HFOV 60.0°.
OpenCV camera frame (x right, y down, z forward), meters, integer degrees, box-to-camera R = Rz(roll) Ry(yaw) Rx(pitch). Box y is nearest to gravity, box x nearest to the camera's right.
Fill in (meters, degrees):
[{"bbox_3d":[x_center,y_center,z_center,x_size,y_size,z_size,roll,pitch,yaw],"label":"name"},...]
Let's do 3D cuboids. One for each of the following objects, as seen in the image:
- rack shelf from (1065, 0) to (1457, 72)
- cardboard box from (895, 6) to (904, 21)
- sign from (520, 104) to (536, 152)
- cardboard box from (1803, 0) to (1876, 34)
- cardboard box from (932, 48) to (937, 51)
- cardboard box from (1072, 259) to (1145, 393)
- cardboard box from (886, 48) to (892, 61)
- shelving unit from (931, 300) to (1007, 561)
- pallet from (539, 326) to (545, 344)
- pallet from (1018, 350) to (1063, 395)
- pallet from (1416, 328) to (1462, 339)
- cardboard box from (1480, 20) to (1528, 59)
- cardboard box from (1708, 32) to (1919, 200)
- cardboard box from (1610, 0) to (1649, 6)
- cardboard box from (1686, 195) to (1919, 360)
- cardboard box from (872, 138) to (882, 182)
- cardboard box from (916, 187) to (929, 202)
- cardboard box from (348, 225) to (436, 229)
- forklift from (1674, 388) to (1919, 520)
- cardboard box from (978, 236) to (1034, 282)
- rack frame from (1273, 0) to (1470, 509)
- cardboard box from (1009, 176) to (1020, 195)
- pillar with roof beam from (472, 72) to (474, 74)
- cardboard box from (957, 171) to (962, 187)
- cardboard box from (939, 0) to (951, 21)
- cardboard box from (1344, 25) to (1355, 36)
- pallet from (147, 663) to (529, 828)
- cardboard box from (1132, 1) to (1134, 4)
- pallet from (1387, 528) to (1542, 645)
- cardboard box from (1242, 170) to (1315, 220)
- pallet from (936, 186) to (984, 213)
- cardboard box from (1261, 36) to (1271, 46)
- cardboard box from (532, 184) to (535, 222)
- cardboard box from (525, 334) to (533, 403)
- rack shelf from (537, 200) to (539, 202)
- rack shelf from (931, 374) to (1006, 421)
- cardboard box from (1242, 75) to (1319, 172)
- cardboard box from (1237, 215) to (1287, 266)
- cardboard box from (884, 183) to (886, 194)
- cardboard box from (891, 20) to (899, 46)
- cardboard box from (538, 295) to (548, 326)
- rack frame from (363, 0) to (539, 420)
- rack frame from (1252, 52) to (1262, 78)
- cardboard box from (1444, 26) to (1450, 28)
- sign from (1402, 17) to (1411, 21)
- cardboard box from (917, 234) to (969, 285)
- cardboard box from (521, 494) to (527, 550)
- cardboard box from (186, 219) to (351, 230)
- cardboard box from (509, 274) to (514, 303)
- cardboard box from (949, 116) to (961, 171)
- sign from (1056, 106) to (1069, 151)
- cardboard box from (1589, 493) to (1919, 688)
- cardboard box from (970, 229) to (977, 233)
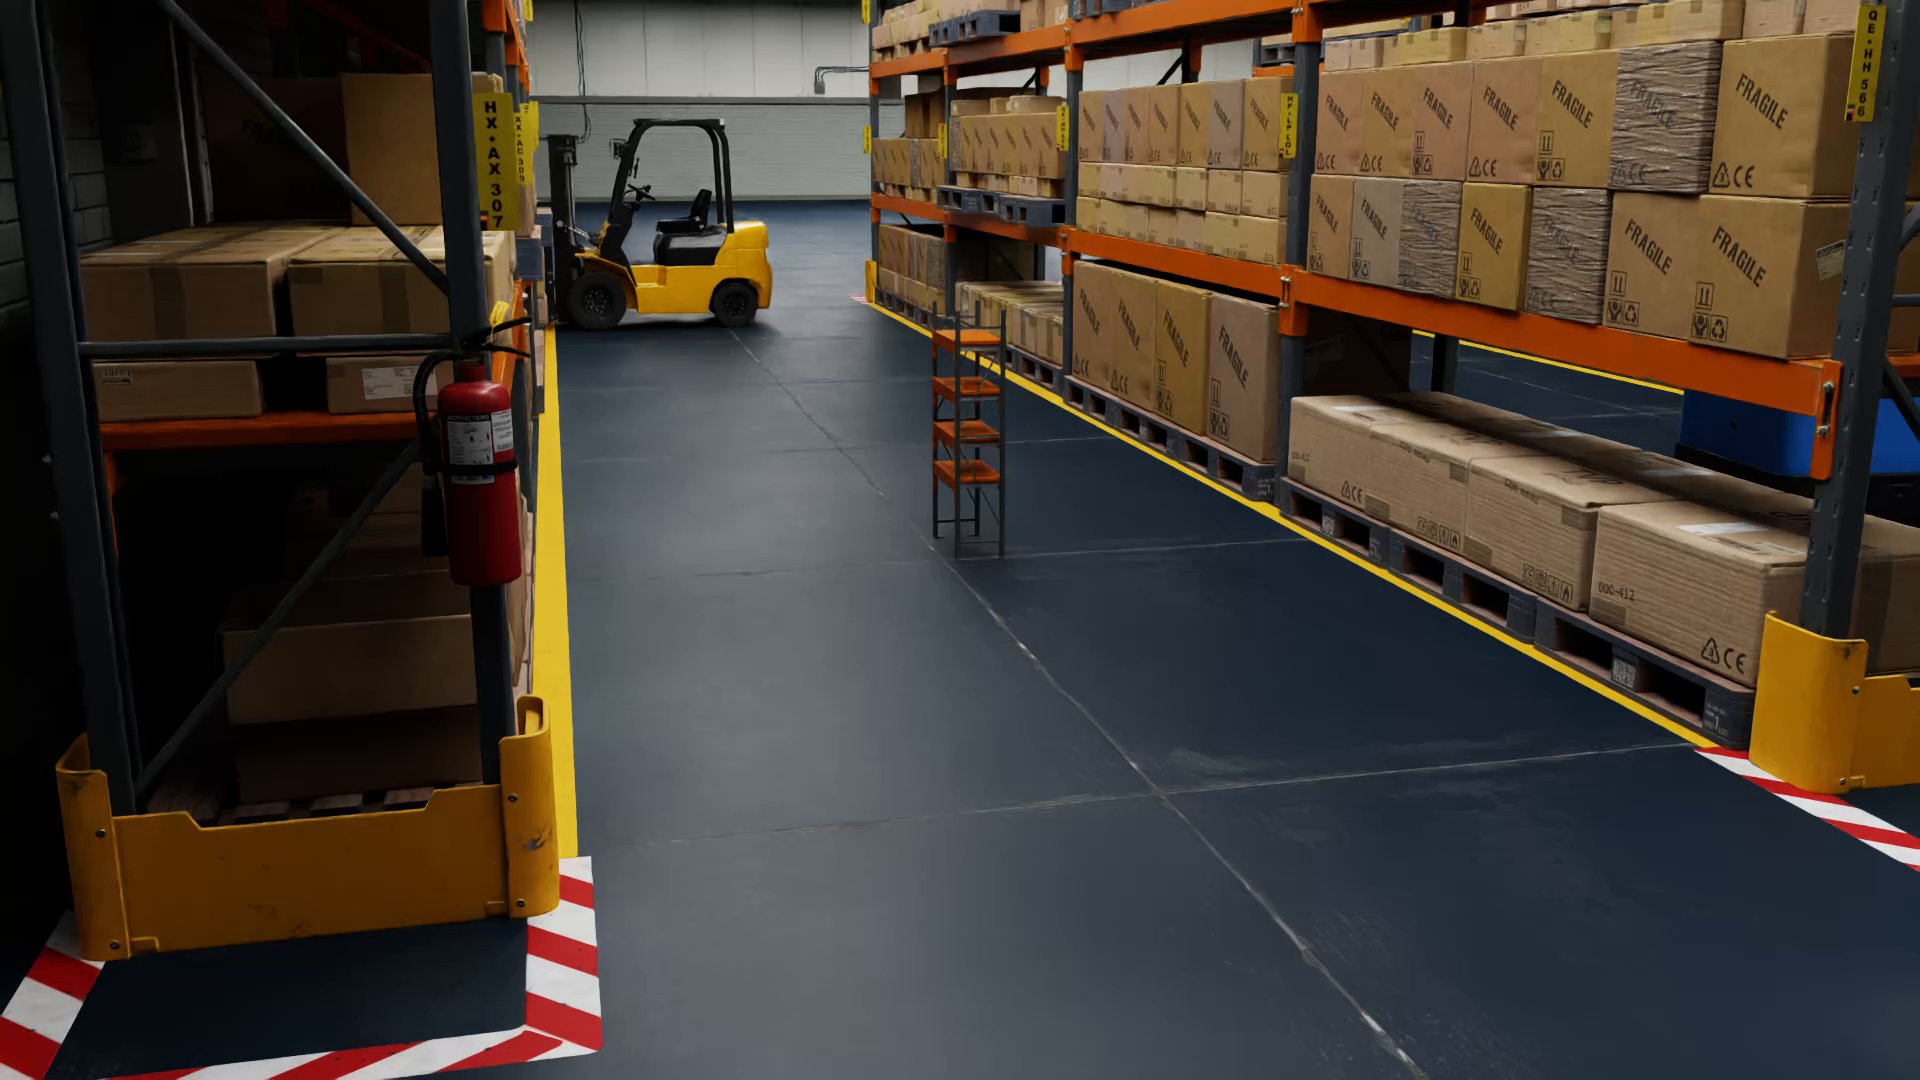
[{"bbox_3d":[1.766,-3.229,10.521,1.077,0.370,4.000,-3,14,-13],"label":"rack shelf"},{"bbox_3d":[-0.504,-5.761,18.215,0.380,0.149,0.250,-3,14,-12],"label":"cardboard box"},{"bbox_3d":[-3.003,-2.862,11.549,0.100,0.325,0.005,-3,14,-13],"label":"sign"},{"bbox_3d":[2.896,-1.659,5.212,0.380,0.149,0.250,-3,14,-12],"label":"cardboard box"},{"bbox_3d":[-0.071,-5.018,16.854,0.380,0.149,0.250,-3,14,-13],"label":"cardboard box"},{"bbox_3d":[1.378,-1.591,12.211,0.875,0.875,0.875,-3,14,-14],"label":"cardboard box"},{"bbox_3d":[-0.643,-5.551,19.035,0.380,0.149,0.250,-3,14,-12],"label":"cardboard box"},{"bbox_3d":[0.039,-0.545,8.128,0.258,1.200,0.503,-3,14,-13],"label":"shelving unit"},{"bbox_3d":[-4.613,-2.060,16.413,1.003,0.211,1.213,-3,14,-13],"label":"pallet"},{"bbox_3d":[1.114,-1.409,13.749,1.003,0.211,1.213,-3,14,-13],"label":"pallet"},{"bbox_3d":[5.399,-2.277,17.301,1.003,0.211,1.213,-3,14,-13],"label":"pallet"},{"bbox_3d":[2.397,-2.070,6.896,0.380,0.149,0.250,-3,14,-13],"label":"cardboard box"},{"bbox_3d":[2.830,-1.370,5.396,0.500,0.500,0.500,-3,14,-11],"label":"cardboard box"},{"bbox_3d":[5.729,-4.604,14.030,0.380,0.166,0.250,-3,14,-13],"label":"cardboard box"},{"bbox_3d":[2.804,-0.883,5.509,0.500,0.500,0.500,-3,14,-13],"label":"cardboard box"},{"bbox_3d":[-0.741,-4.497,19.676,0.500,0.500,0.500,-4,14,-14],"label":"cardboard box"},{"bbox_3d":[-0.257,-3.675,17.680,0.380,0.149,0.250,-3,14,-14],"label":"cardboard box"},{"bbox_3d":[-1.875,-1.001,5.894,0.500,0.250,0.500,-4,14,-15],"label":"cardboard box"},{"bbox_3d":[5.594,-1.618,8.872,3.031,2.935,1.130,-2,14,-8],"label":"forklift"},{"bbox_3d":[0.481,-2.890,17.263,0.500,0.500,0.500,-3,14,-11],"label":"cardboard box"},{"bbox_3d":[2.236,-1.660,8.903,1.000,3.000,0.127,-3,14,-13],"label":"rack frame"},{"bbox_3d":[0.625,-2.962,13.876,0.380,0.149,0.250,-3,14,-12],"label":"cardboard box"},{"bbox_3d":[-6.162,-11.247,35.502,9.100,9.000,0.400,-3,14,-13],"label":"pillar with roof beam"},{"bbox_3d":[0.179,-3.443,15.843,0.380,0.149,0.250,-3,14,-12],"label":"cardboard box"},{"bbox_3d":[0.104,-4.937,15.426,0.500,0.250,0.500,-4,14,-15],"label":"cardboard box"},{"bbox_3d":[4.510,-5.693,18.524,0.380,0.149,0.250,-3,14,-12],"label":"cardboard box"},{"bbox_3d":[-1.855,0.693,5.145,1.003,0.211,1.213,-3,14,-13],"label":"pallet"},{"bbox_3d":[1.327,-4.116,12.917,0.396,0.266,0.258,-3,14,-13],"label":"cardboard box"},{"bbox_3d":[2.628,0.156,7.344,1.003,0.211,1.213,-3,14,-13],"label":"pallet"},{"bbox_3d":[1.896,-1.919,9.222,0.500,0.250,0.500,-3,14,-13],"label":"cardboard box"},{"bbox_3d":[0.395,-3.228,15.725,1.003,0.211,1.213,-3,14,-13],"label":"pallet"},{"bbox_3d":[3.974,-6.219,20.674,0.380,0.149,0.250,-3,14,-13],"label":"cardboard box"},{"bbox_3d":[-2.791,-2.060,9.443,0.700,0.500,0.500,-3,14,-13],"label":"cardboard box"},{"bbox_3d":[-3.220,-1.210,11.441,0.500,0.500,0.500,-3,14,-12],"label":"cardboard box"},{"bbox_3d":[-4.937,-3.340,17.295,1.077,0.370,4.000,-3,14,-13],"label":"rack shelf"},{"bbox_3d":[0.039,-0.697,8.091,0.258,0.148,0.480,-3,14,-13],"label":"rack shelf"},{"bbox_3d":[1.887,-2.284,9.137,0.500,0.500,0.500,-3,14,-11],"label":"cardboard box"},{"bbox_3d":[1.885,-1.677,9.287,0.500,0.250,0.500,-4,14,-15],"label":"cardboard box"},{"bbox_3d":[-0.704,-4.217,19.896,0.380,0.149,0.250,-3,14,-13],"label":"cardboard box"},{"bbox_3d":[-0.469,-5.592,18.365,0.500,0.250,0.500,-3,14,-12],"label":"cardboard box"},{"bbox_3d":[-4.259,-2.227,16.130,0.500,0.250,0.500,-3,14,-13],"label":"cardboard box"},{"bbox_3d":[-3.528,-2.306,11.544,1.000,3.000,0.127,-3,14,-13],"label":"rack frame"},{"bbox_3d":[4.205,-4.728,21.459,1.000,3.000,0.127,-3,14,-13],"label":"rack frame"},{"bbox_3d":[5.390,-5.496,17.715,0.380,0.149,0.250,-4,14,-14],"label":"cardboard box"},{"bbox_3d":[4.605,-5.521,17.127,0.100,0.325,0.005,-3,14,-13],"label":"sign"},{"bbox_3d":[-0.164,-2.977,17.622,0.500,0.500,0.500,-3,14,-12],"label":"cardboard box"},{"bbox_3d":[-2.088,-0.064,7.246,0.396,0.266,0.258,-3,14,-11],"label":"cardboard box"},{"bbox_3d":[-2.369,-0.977,5.796,0.500,0.250,0.500,-3,14,-13],"label":"cardboard box"},{"bbox_3d":[-2.101,-1.084,7.073,0.380,0.149,0.250,-3,14,-12],"label":"cardboard box"},{"bbox_3d":[0.188,-3.779,15.852,0.500,0.500,0.500,-3,14,-12],"label":"cardboard box"},{"bbox_3d":[0.771,-3.075,12.419,0.100,0.325,0.005,-3,14,-13],"label":"sign"},{"bbox_3d":[2.923,0.156,5.981,0.875,0.438,0.875,-4,14,-15],"label":"cardboard box"},{"bbox_3d":[0.321,-3.417,18.056,0.380,0.149,0.250,-2,14,-10],"label":"cardboard box"}]
